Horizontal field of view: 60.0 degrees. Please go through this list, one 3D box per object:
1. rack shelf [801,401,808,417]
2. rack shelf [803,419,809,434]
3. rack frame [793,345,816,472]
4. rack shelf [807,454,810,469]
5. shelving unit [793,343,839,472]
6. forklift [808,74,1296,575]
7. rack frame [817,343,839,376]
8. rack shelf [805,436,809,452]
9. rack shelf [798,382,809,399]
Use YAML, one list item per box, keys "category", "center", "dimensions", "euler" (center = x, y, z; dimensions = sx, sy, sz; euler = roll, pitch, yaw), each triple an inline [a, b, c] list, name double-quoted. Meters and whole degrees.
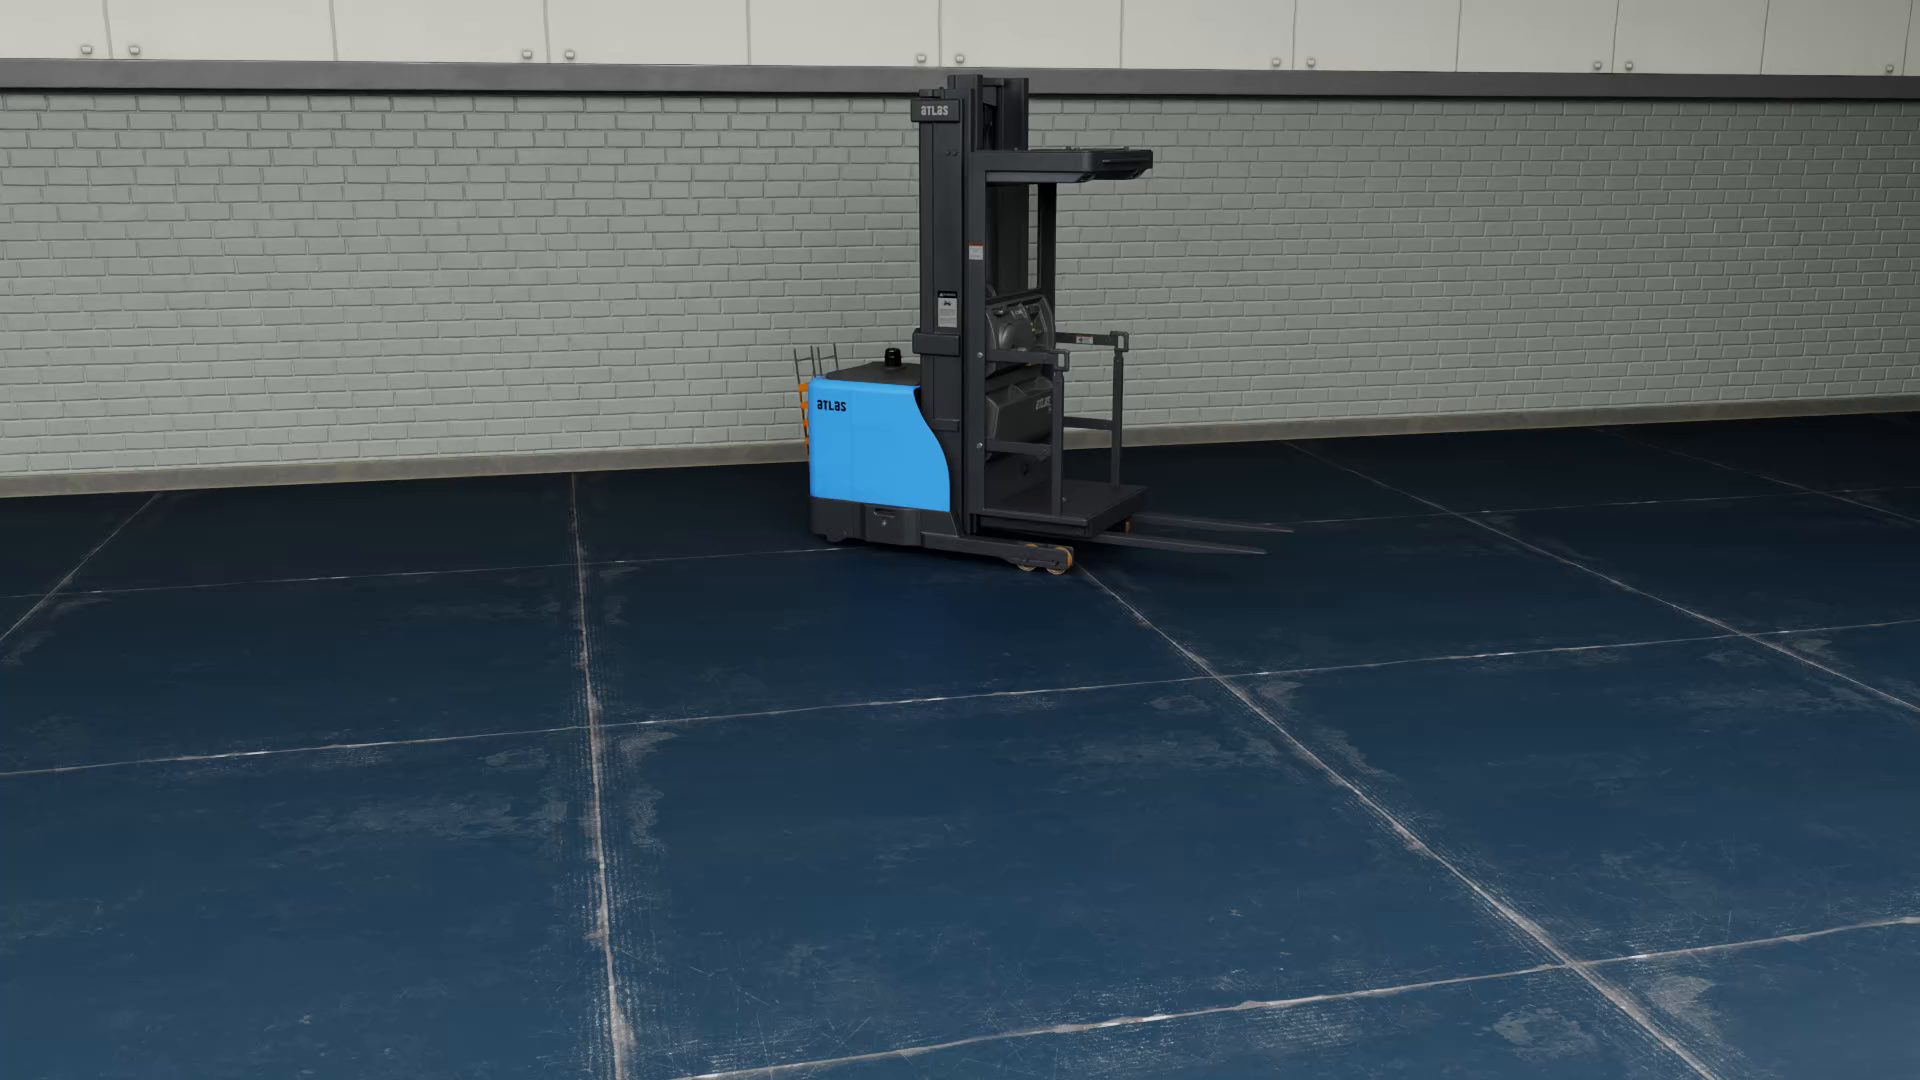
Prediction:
- category: "rack shelf"
  center: [-0.935, -0.911, 11.278]
  dimensions: [0.180, 0.103, 0.258]
  euler: [-1, 12, 26]
- category: "rack shelf"
  center: [-0.922, -0.794, 11.300]
  dimensions: [0.180, 0.103, 0.258]
  euler: [-1, 12, 26]
- category: "rack frame"
  center: [-0.995, -0.718, 11.355]
  dimensions: [0.006, 1.200, 0.240]
  euler: [-1, 12, 26]
- category: "rack shelf"
  center: [-0.894, -0.559, 11.344]
  dimensions: [0.180, 0.103, 0.258]
  euler: [-1, 12, 26]
- category: "shelving unit"
  center: [-0.913, -0.720, 11.314]
  dimensions: [0.189, 1.200, 0.258]
  euler: [-1, 12, 26]
- category: "forklift"
  center: [0.564, -1.358, 10.310]
  dimensions: [3.031, 2.935, 1.130]
  euler: [7, 15, 25]
- category: "rack frame"
  center: [-0.831, -0.722, 11.273]
  dimensions: [0.006, 1.200, 0.240]
  euler: [-1, 12, 26]
- category: "rack shelf"
  center: [-0.908, -0.676, 11.322]
  dimensions: [0.180, 0.103, 0.258]
  euler: [-1, 12, 26]
- category: "rack shelf"
  center: [-0.949, -1.028, 11.256]
  dimensions: [0.180, 0.103, 0.258]
  euler: [-1, 12, 26]
